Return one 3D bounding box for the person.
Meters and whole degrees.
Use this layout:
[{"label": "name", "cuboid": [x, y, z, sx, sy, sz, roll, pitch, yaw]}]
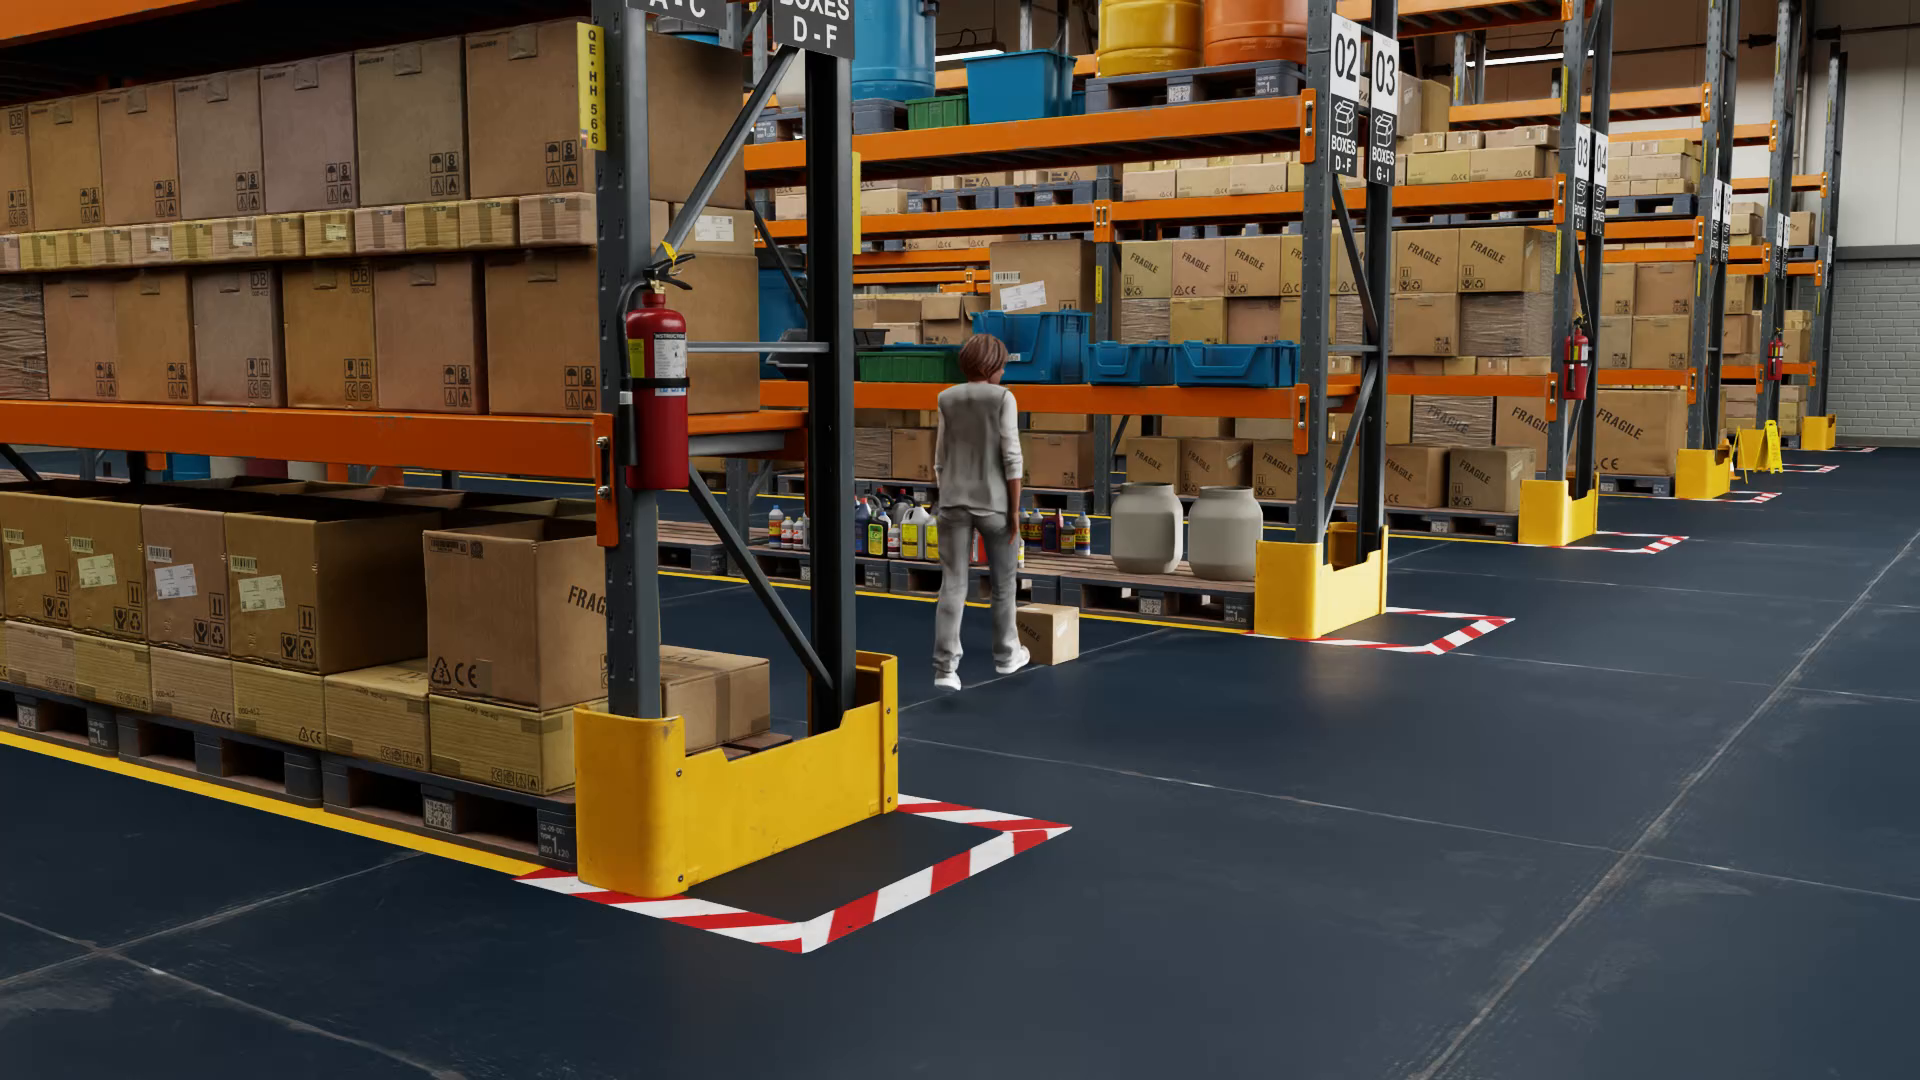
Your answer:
[{"label": "person", "cuboid": [0.080, -0.135, 7.325, 0.425, 1.542, 0.933, 2, 7, 13]}]
